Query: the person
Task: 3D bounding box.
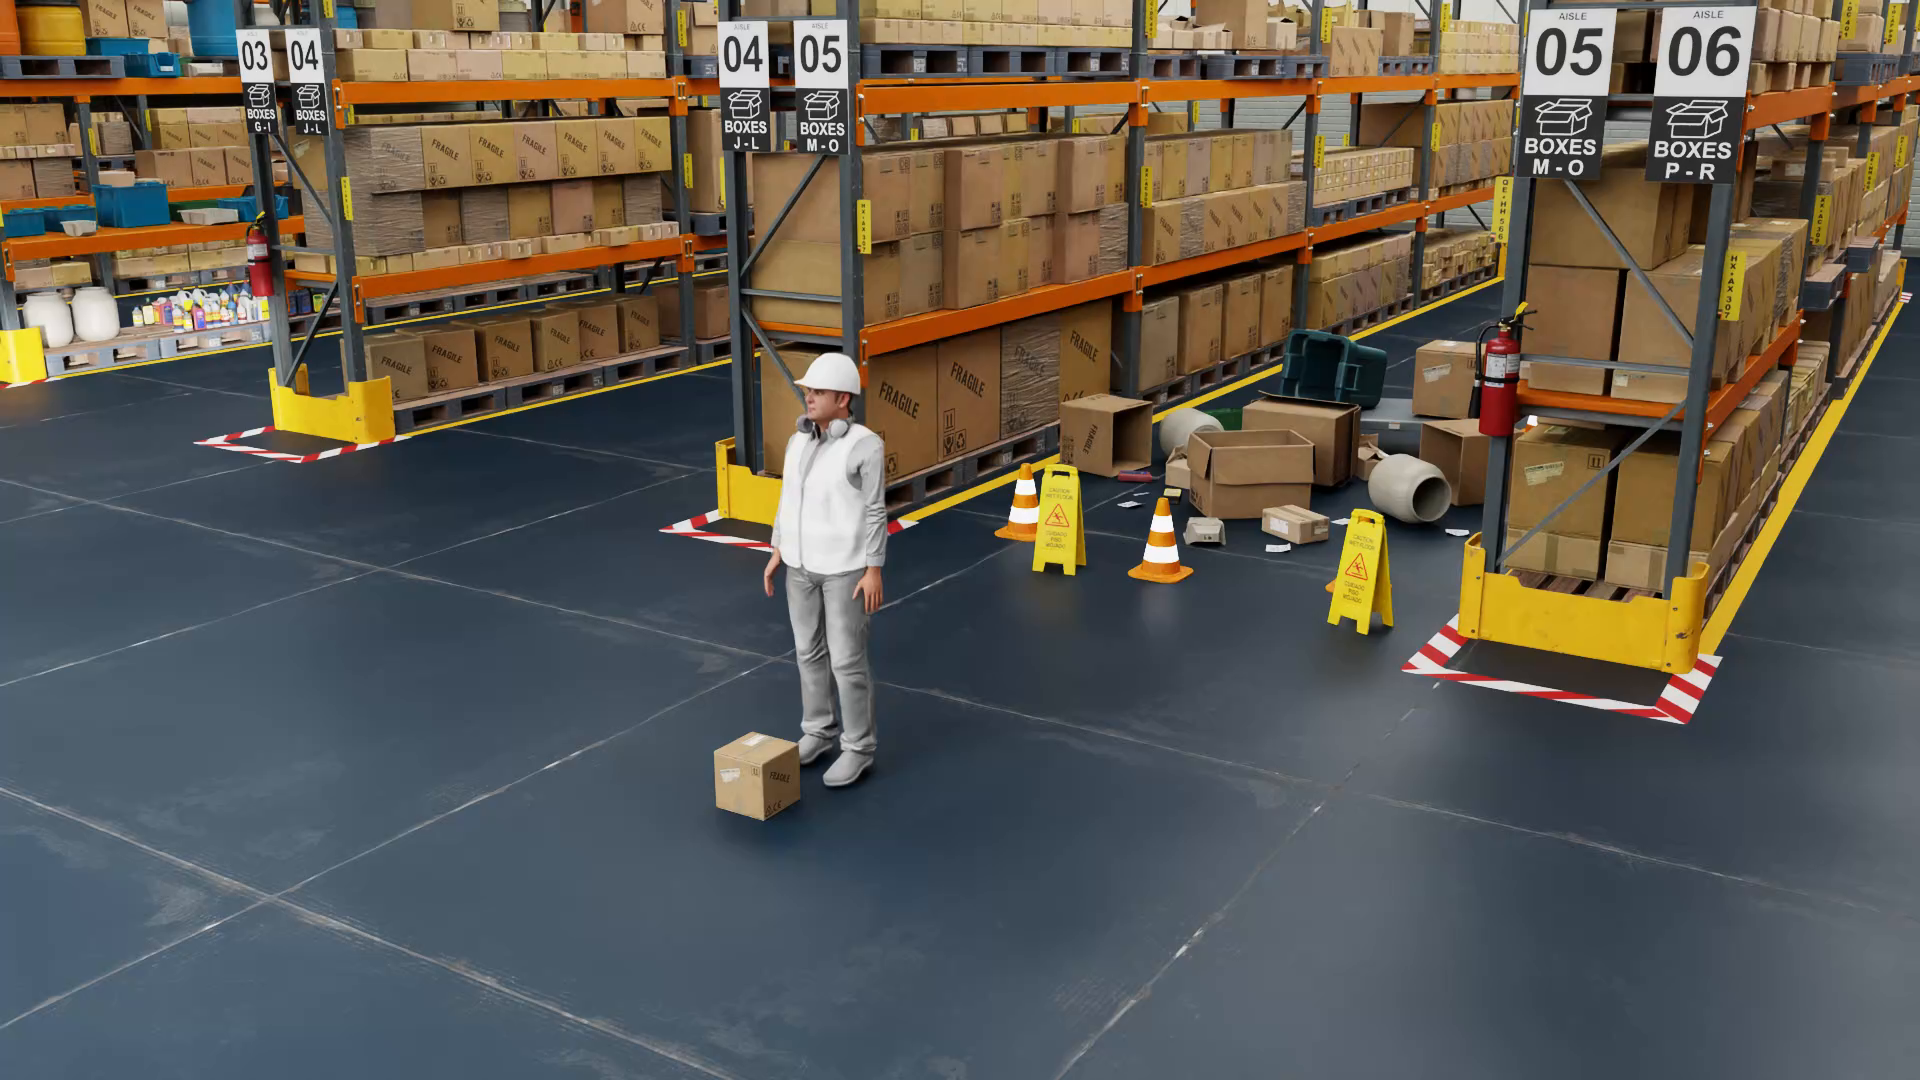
[{"bbox_3d":[-0.576,0.111,7.022,0.553,1.788,0.427,12,20,35],"label":"person"}]
